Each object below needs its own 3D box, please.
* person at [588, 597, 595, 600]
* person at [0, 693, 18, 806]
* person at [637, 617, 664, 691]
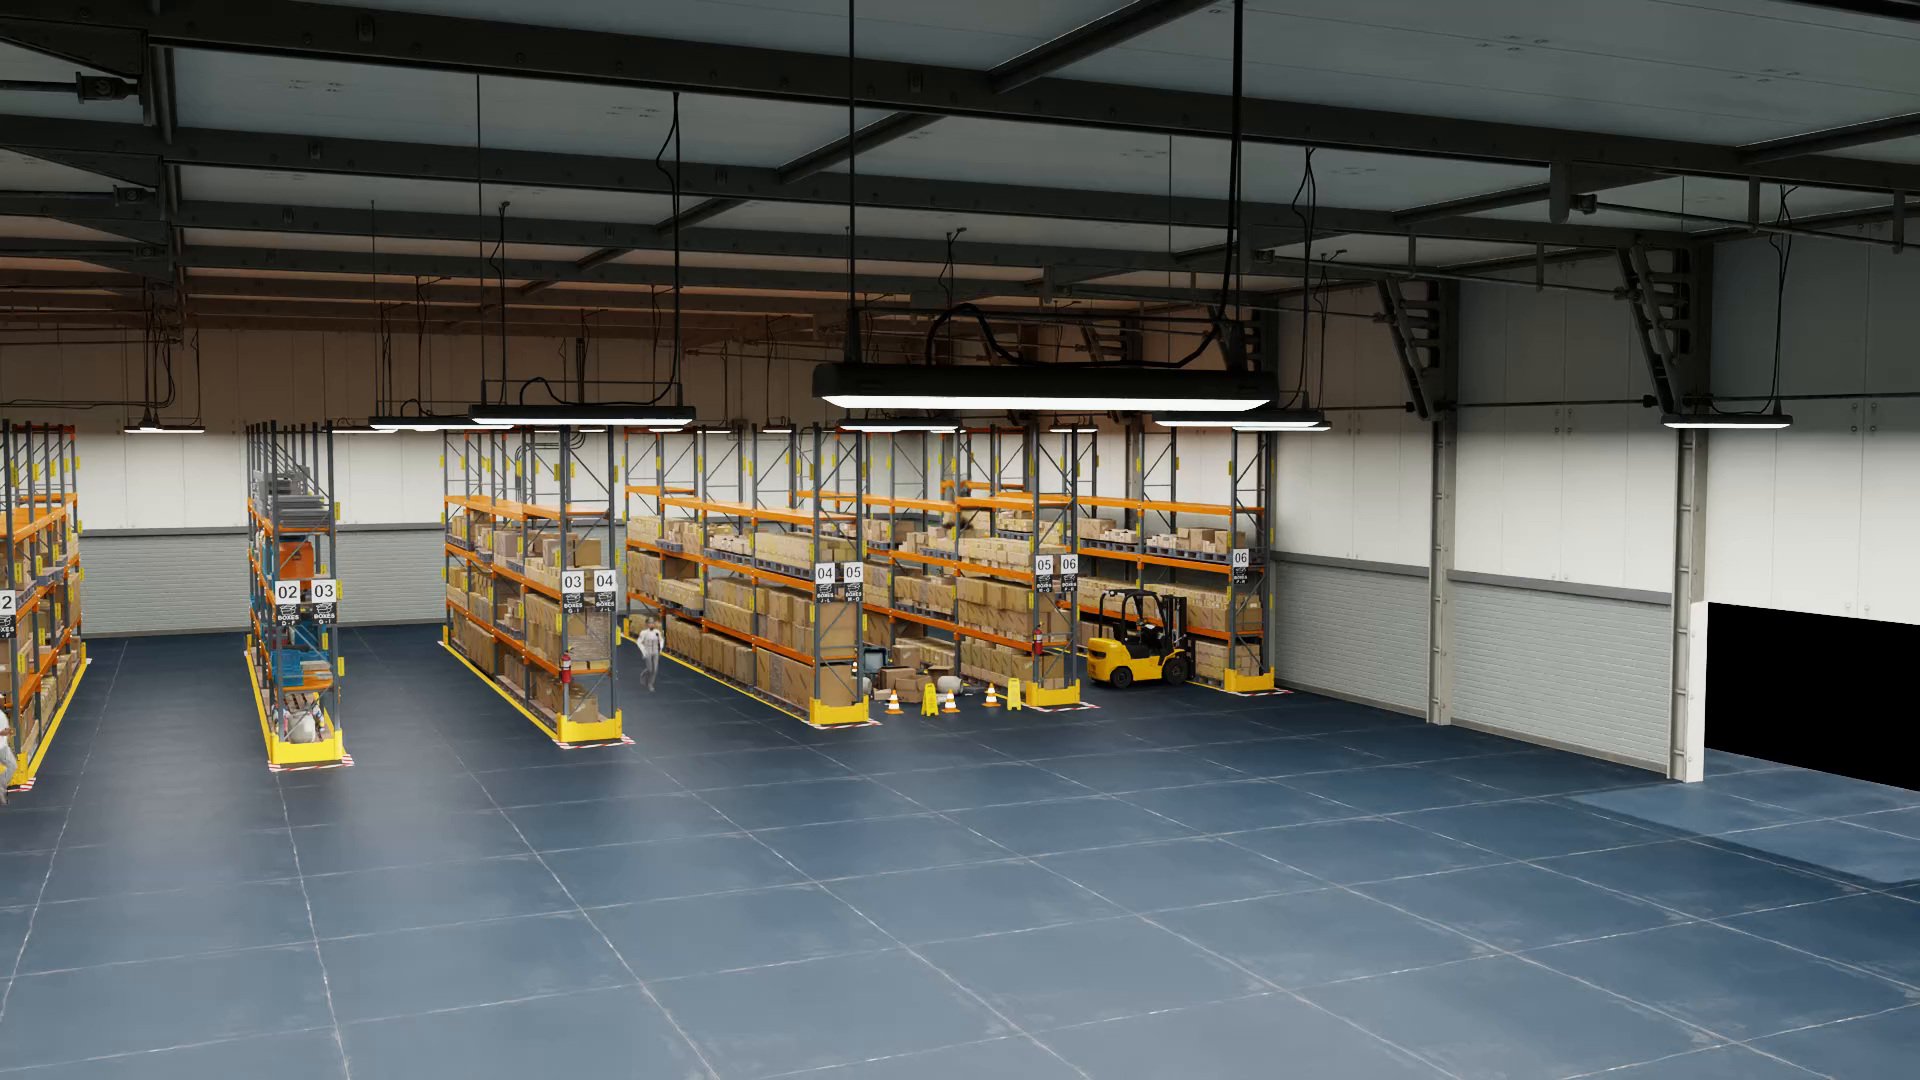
[{"bbox_3d":[-10.559,1.870,47.975,0.829,1.699,0.742,-3,5,-44],"label":"person"},{"bbox_3d":[-14.984,3.235,25.802,0.750,1.786,0.725,1,4,9],"label":"person"},{"bbox_3d":[-6.944,2.565,37.448,0.609,1.664,0.585,-2,4,-28],"label":"person"}]
